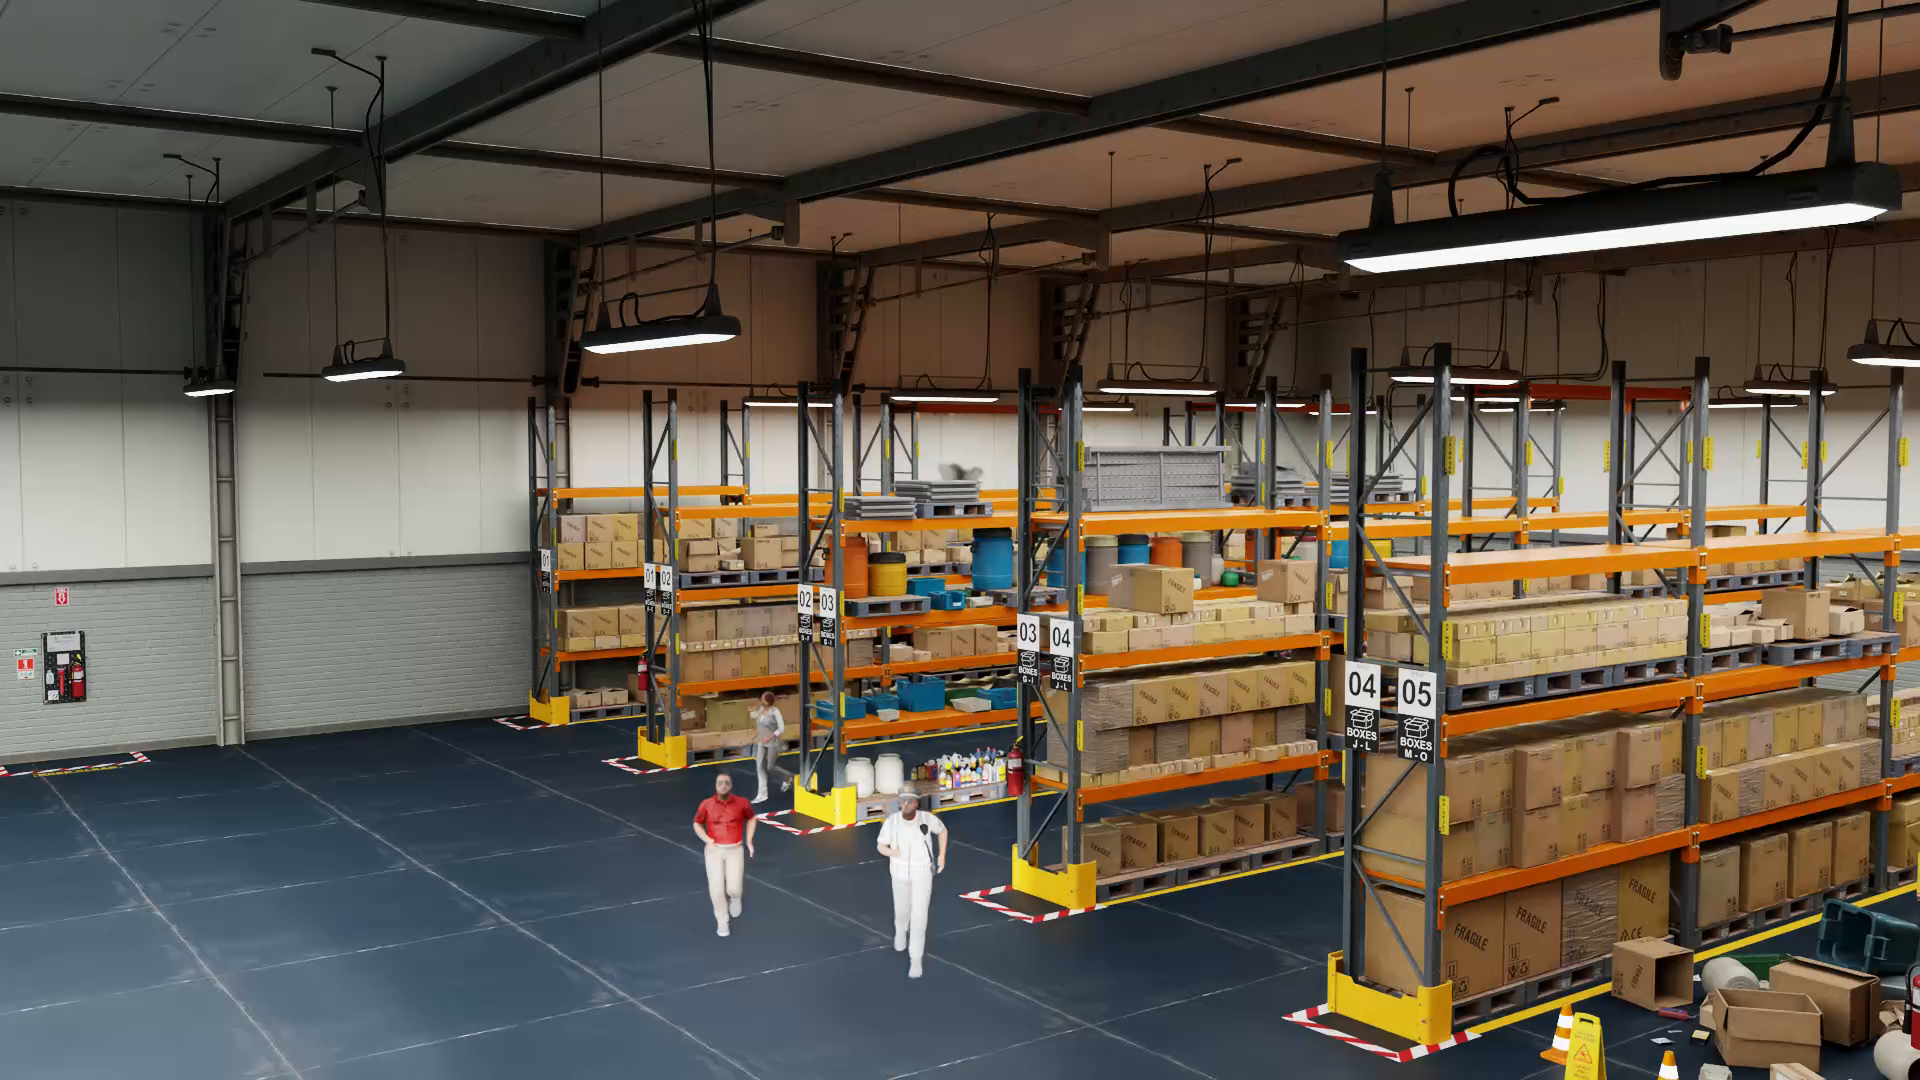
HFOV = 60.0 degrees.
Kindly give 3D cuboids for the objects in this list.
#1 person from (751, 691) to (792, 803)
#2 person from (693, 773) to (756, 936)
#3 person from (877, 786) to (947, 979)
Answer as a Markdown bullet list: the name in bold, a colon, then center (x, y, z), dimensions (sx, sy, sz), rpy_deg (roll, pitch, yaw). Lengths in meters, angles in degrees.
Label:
- **person**: center (-2.724, 2.960, 23.986), dimensions (0.563, 1.592, 0.731), rpy_deg (2, 4, 35)
- **person**: center (-2.477, 3.326, 17.524), dimensions (0.664, 1.612, 0.599), rpy_deg (0, 3, -8)
- **person**: center (-0.472, 3.310, 16.440), dimensions (0.672, 1.827, 0.952), rpy_deg (0, 3, 5)
